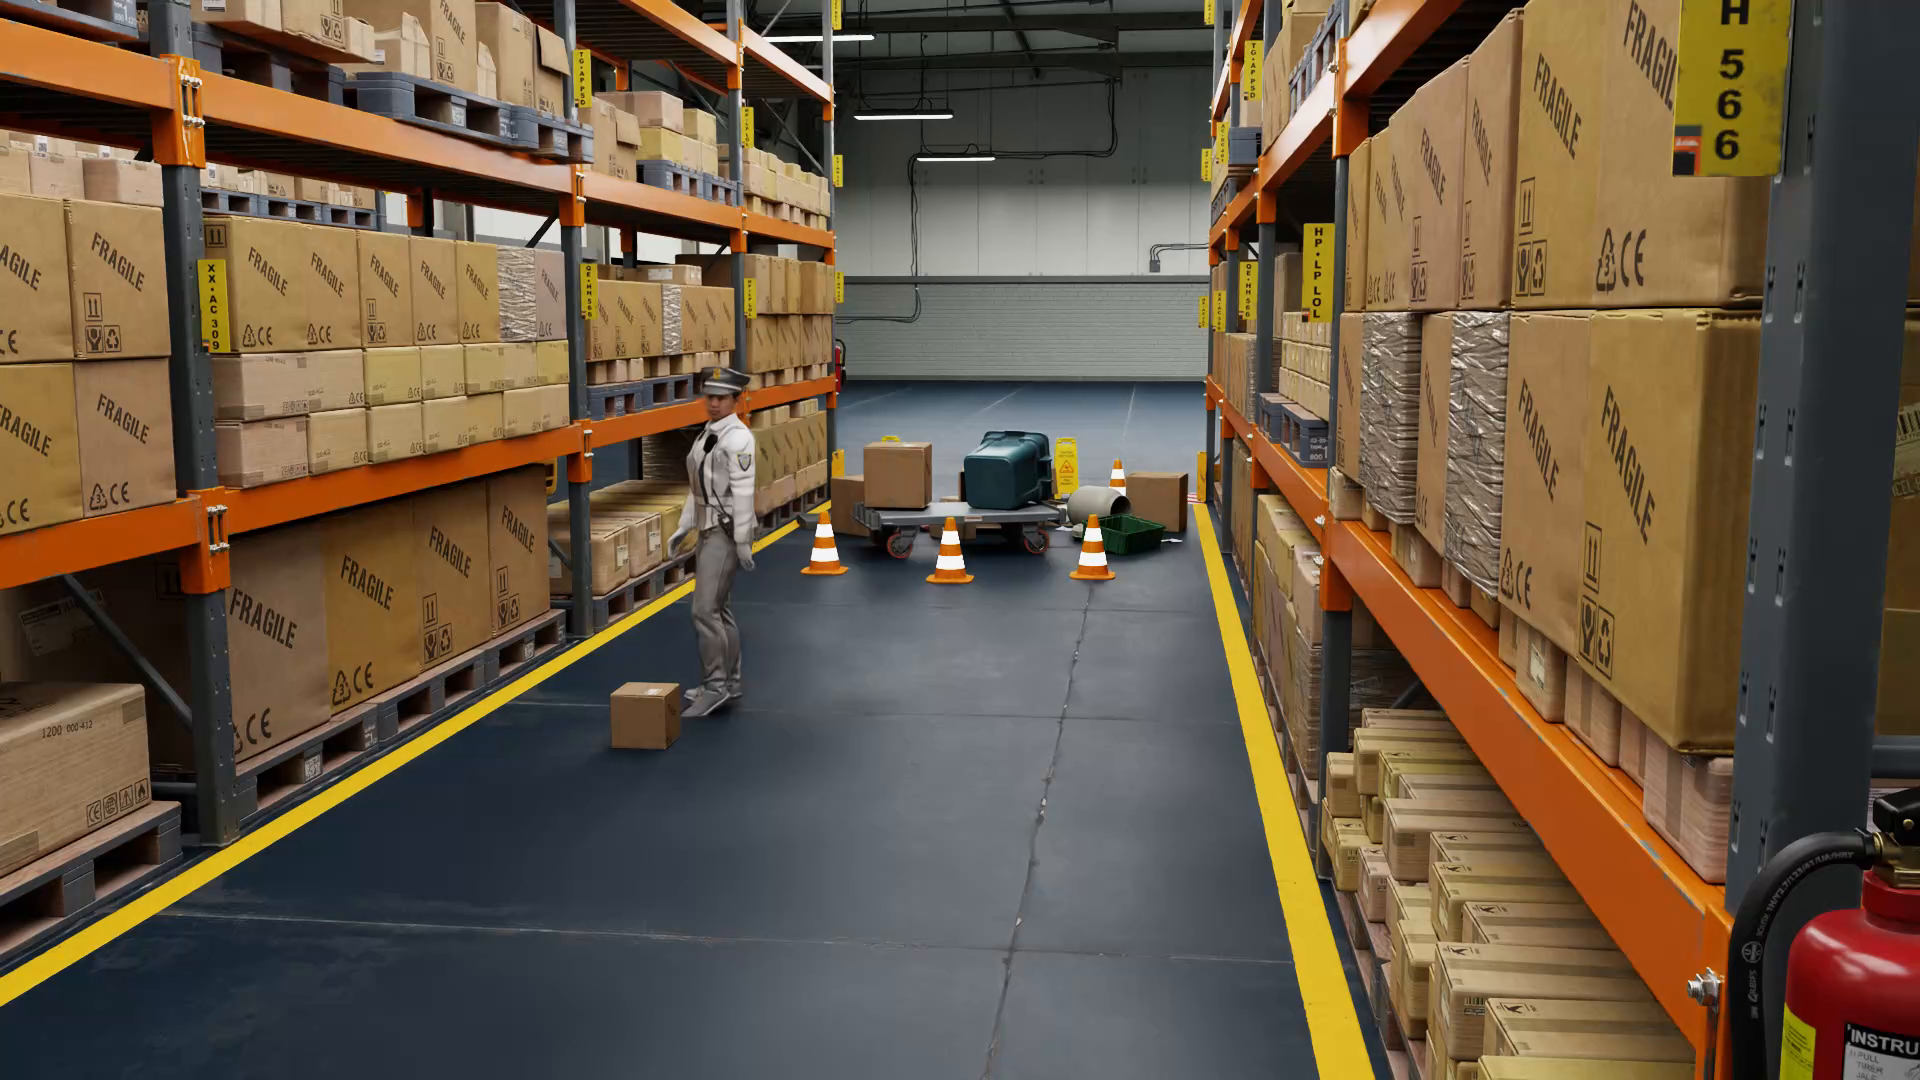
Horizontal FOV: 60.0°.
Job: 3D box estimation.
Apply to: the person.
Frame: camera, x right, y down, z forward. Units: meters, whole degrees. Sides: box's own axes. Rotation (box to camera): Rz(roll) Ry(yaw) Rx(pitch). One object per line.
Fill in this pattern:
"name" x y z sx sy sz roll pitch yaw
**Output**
"person" -1.204 0.025 8.139 0.415 1.748 0.501 -3 8 -22
